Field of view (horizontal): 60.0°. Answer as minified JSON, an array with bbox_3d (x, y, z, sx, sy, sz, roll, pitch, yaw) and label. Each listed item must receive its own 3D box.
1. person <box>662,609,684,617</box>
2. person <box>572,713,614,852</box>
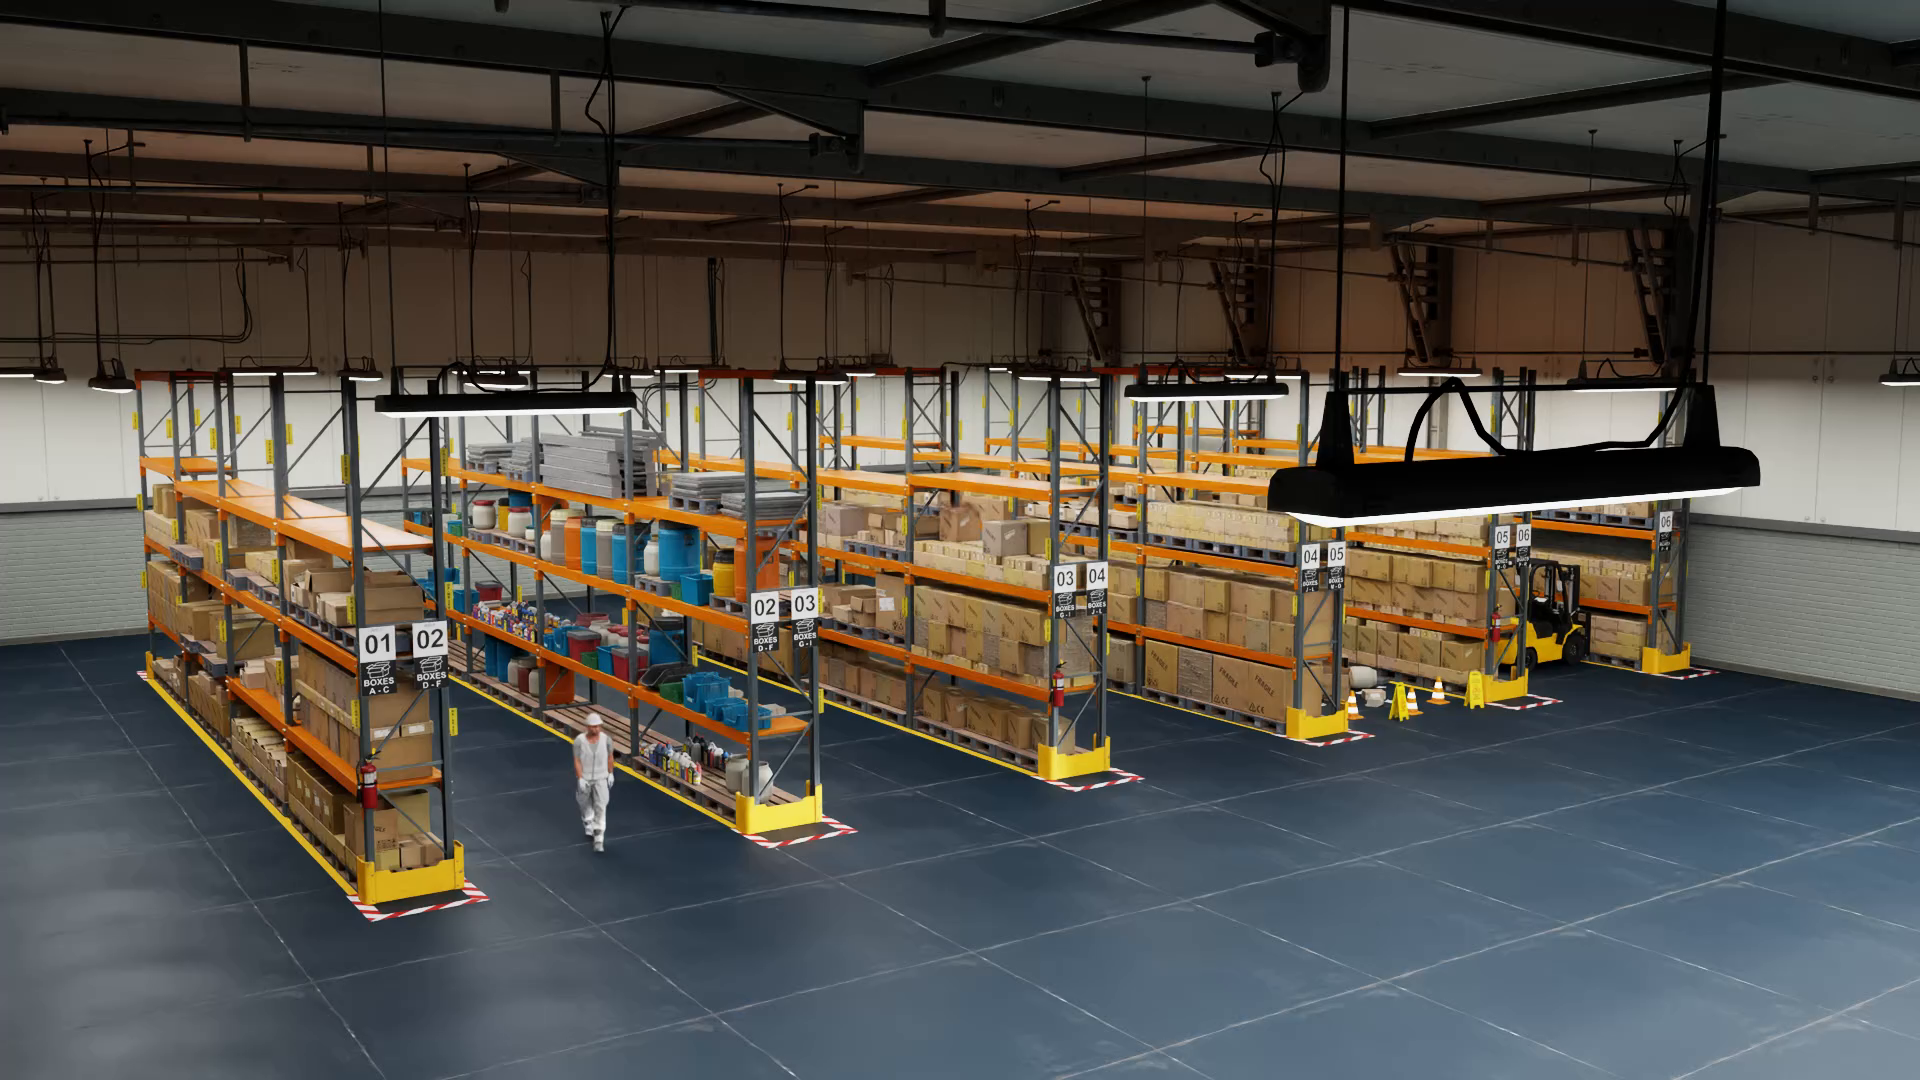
[{"bbox_3d":[-5.649,1.805,33.033,0.554,1.678,0.588,-3,7,-24],"label":"person"},{"bbox_3d":[-4.700,3.069,21.335,0.525,1.716,1.091,-2,7,-15],"label":"person"}]
